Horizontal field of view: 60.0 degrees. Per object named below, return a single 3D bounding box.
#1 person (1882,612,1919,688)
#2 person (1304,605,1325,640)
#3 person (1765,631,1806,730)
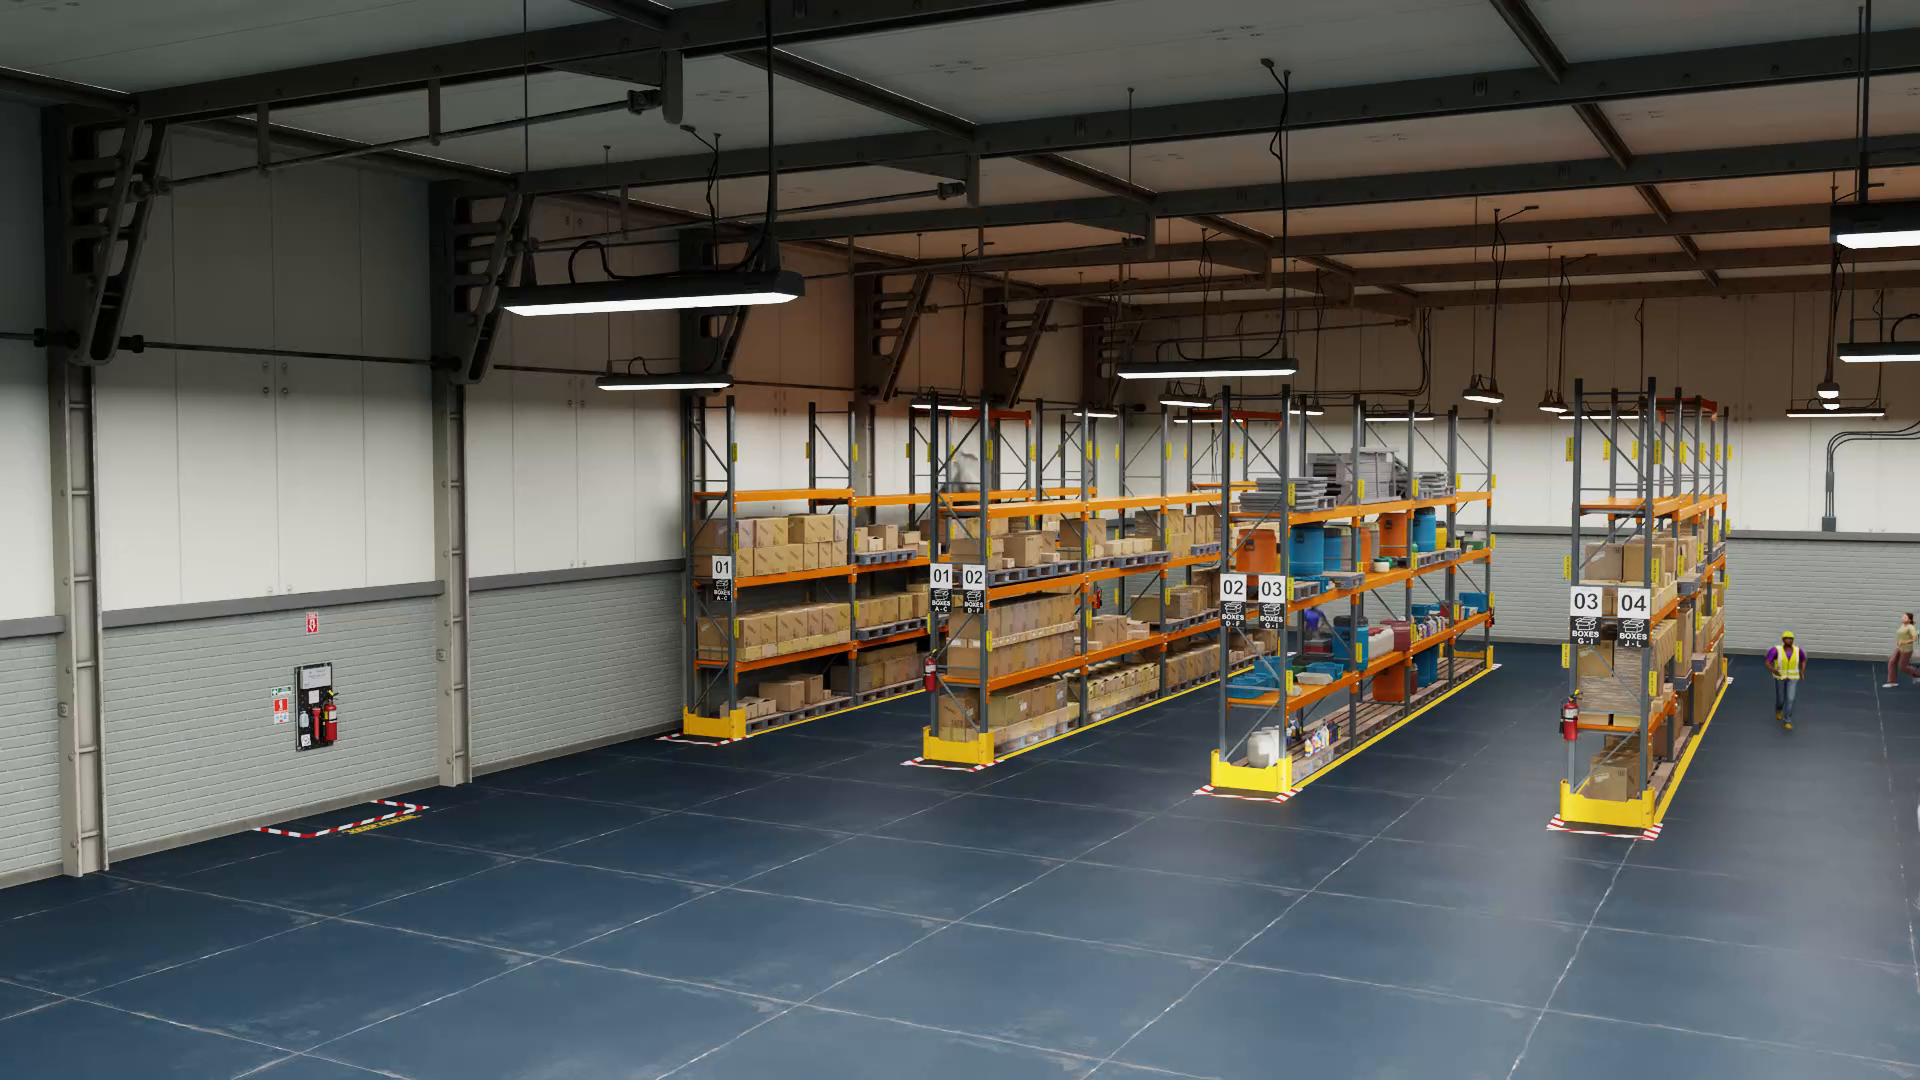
[{"bbox_3d":[20.077,2.344,35.224,0.815,1.654,0.617,0,3,2],"label":"person"},{"bbox_3d":[8.027,2.173,37.994,0.566,1.705,0.788,1,3,19],"label":"person"},{"bbox_3d":[15.053,2.537,30.317,0.703,1.760,0.852,1,3,19],"label":"person"}]
